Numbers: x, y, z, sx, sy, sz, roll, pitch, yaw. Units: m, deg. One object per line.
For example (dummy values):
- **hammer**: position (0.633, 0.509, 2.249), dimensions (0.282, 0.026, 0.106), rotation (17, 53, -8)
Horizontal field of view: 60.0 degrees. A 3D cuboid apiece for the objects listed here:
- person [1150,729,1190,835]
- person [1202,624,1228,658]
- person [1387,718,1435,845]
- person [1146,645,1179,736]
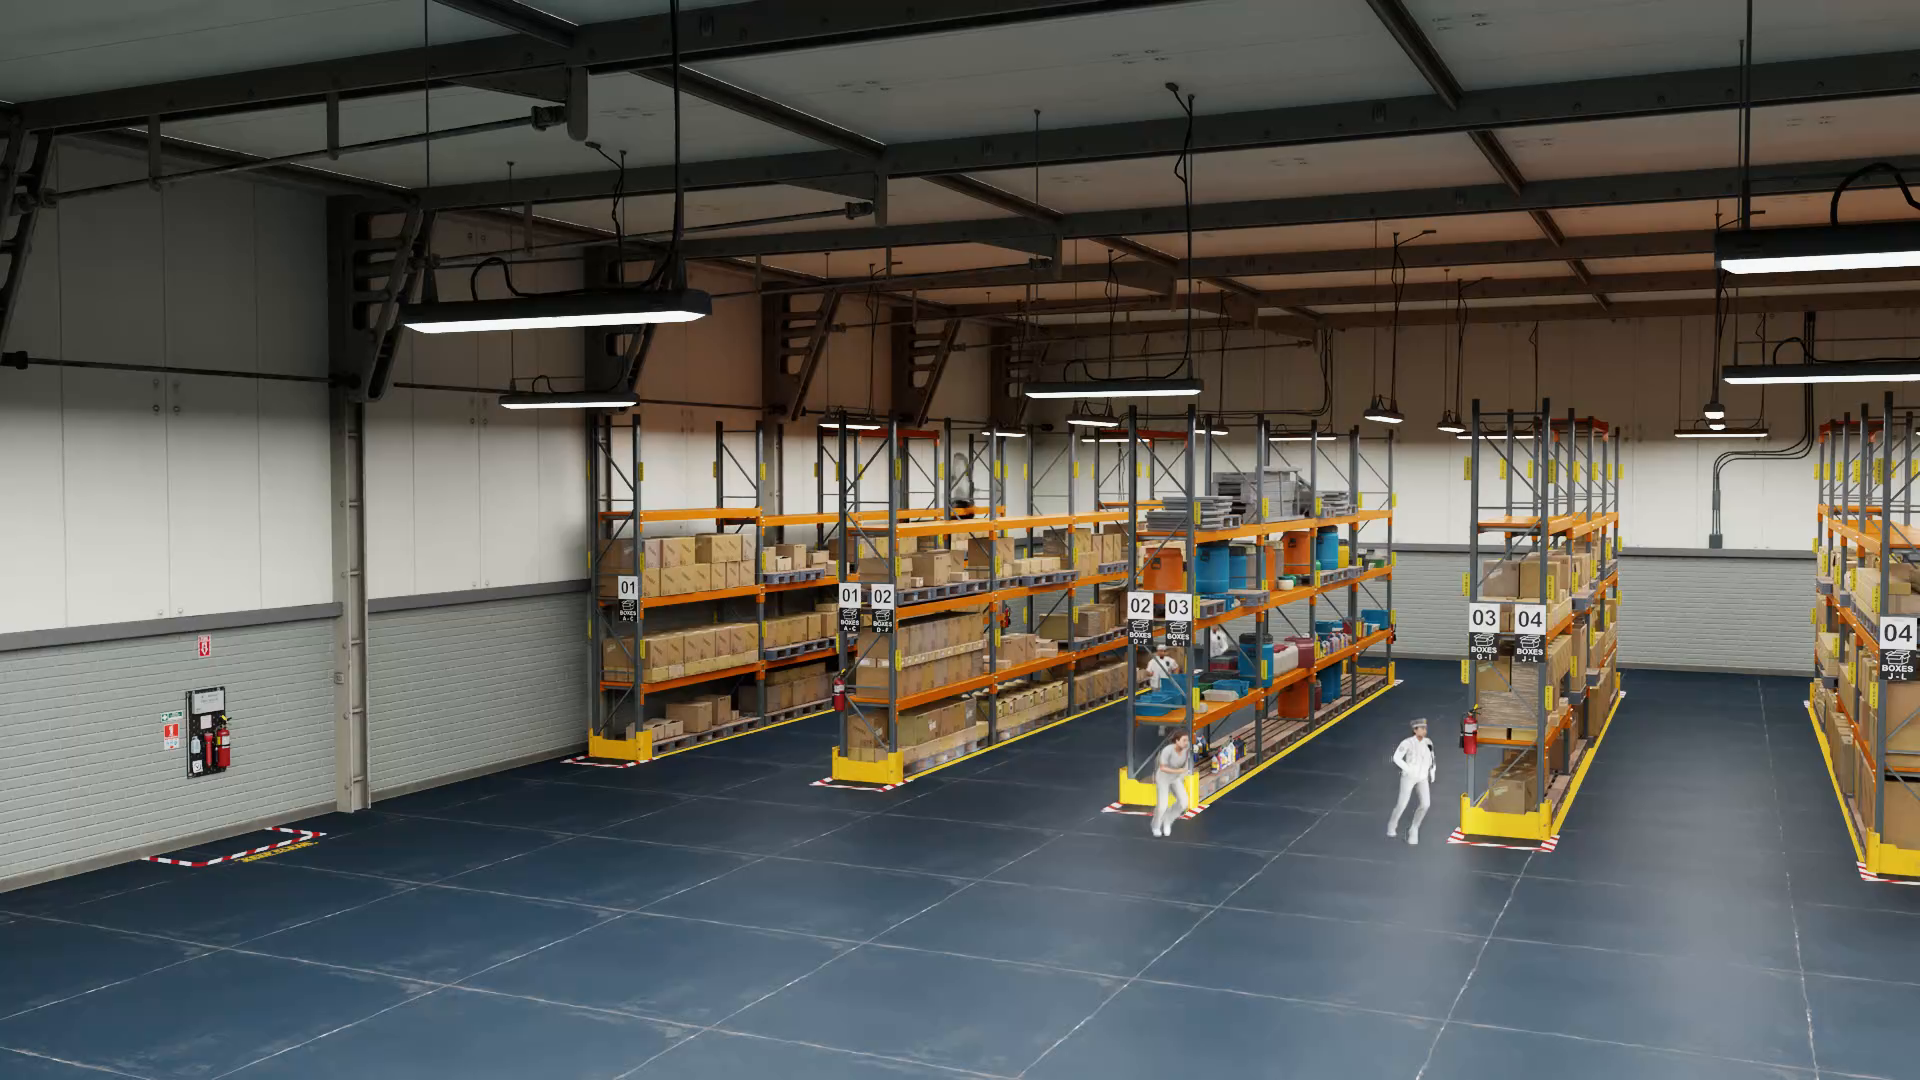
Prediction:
- **person**: position (2.910, 3.301, 22.639), dimensions (0.589, 1.521, 0.880), rotation (-1, 3, -29)
- **person**: position (5.766, 2.631, 37.580), dimensions (0.597, 1.676, 0.831), rotation (1, 2, 16)
- **person**: position (6.179, 3.252, 22.533), dimensions (0.673, 1.699, 0.657), rotation (0, 2, -8)
- **person**: position (3.850, 2.843, 31.830), dimensions (0.598, 1.690, 0.875), rotation (1, 3, 22)
